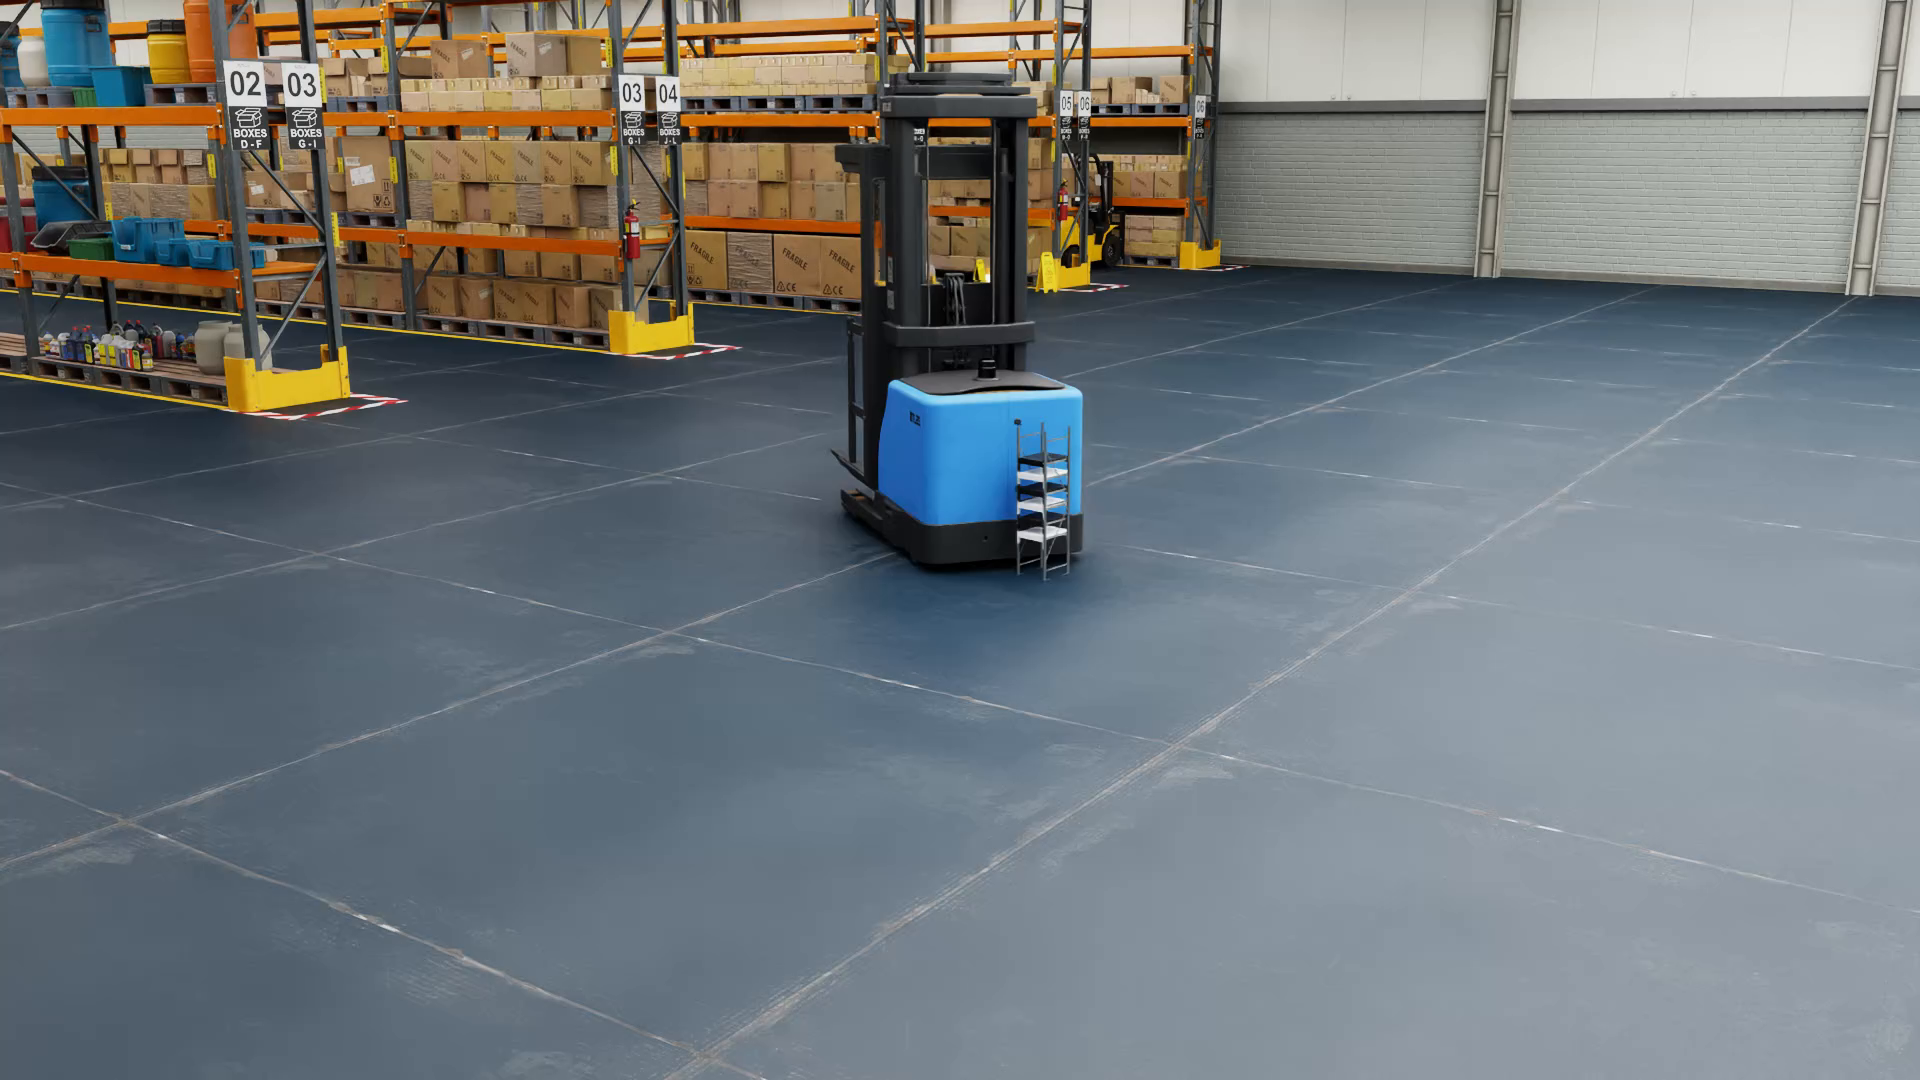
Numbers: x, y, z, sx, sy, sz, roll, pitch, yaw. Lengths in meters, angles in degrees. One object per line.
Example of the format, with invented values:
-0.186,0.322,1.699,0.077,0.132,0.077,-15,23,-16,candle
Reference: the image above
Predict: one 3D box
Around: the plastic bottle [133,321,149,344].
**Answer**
-8.906,-2.205,18.083,0.185,0.351,0.144,8,16,30,plastic bottle

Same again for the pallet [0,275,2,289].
-16.246,-4.483,28.494,1.213,0.211,1.003,9,17,33,pallet

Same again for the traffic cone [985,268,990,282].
0.440,-4.061,26.264,0.334,0.463,0.336,9,17,33,traffic cone

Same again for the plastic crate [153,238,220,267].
-7.559,-2.819,16.276,0.408,0.251,0.499,9,17,33,plastic crate

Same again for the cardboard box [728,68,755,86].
-3.056,-6.818,24.492,0.500,0.250,0.500,9,16,32,cardboard box

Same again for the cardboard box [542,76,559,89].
-4.742,-5.436,19.782,0.250,0.149,0.380,9,17,33,cardboard box

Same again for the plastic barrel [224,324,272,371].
-7.030,-1.864,16.415,0.421,0.512,0.421,0,14,0,plastic barrel

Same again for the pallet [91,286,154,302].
-12.952,-3.950,26.340,1.213,0.211,1.003,9,17,33,pallet

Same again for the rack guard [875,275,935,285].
-0.805,-3.541,24.089,0.348,0.500,1.175,9,17,33,rack guard

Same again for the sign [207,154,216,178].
-10.622,-5.306,23.607,0.005,0.325,0.100,9,17,33,sign

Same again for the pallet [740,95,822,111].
-2.463,-6.432,24.505,1.213,0.211,1.003,9,17,33,pallet

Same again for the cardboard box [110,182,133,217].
-12.559,-5.194,25.356,0.500,0.500,0.500,9,16,32,cardboard box

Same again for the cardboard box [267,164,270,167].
-12.599,-6.779,31.140,0.500,0.500,0.500,9,16,31,cardboard box

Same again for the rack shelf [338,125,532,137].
-9.123,-7.206,28.945,4.000,0.370,1.077,9,17,33,rack shelf

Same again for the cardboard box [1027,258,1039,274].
1.013,-4.686,28.357,0.500,0.250,0.500,9,17,33,cardboard box

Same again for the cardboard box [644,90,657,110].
-3.932,-5.282,19.988,0.500,0.250,0.500,10,17,34,cardboard box

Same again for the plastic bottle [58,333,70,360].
-9.457,-2.055,17.634,0.135,0.276,0.152,10,17,35,plastic bottle

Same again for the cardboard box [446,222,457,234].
-6.350,-4.013,21.313,0.250,0.149,0.380,9,17,33,cardboard box

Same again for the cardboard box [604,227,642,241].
-4.029,-3.658,19.879,0.250,0.149,0.380,9,17,33,cardboard box

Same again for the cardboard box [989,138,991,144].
0.892,-6.531,28.057,0.500,0.500,0.700,9,17,33,cardboard box

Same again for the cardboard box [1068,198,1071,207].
1.687,-5.723,28.224,0.250,0.149,0.380,9,17,33,cardboard box

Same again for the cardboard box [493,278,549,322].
-5.648,-3.105,21.452,0.500,0.500,0.500,8,16,28,cardboard box

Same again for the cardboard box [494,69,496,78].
-7.944,-7.709,27.681,0.258,0.266,0.396,9,17,33,cardboard box

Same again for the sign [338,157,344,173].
-11.079,-6.678,29.757,0.005,0.325,0.100,9,17,33,sign

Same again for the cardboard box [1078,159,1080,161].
2.514,-7.534,32.839,0.250,0.149,0.380,9,17,33,cardboard box

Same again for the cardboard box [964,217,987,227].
0.277,-5.468,28.607,0.250,0.149,0.380,10,17,35,cardboard box

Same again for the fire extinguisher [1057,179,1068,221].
1.692,-5.614,27.419,0.183,0.674,0.296,9,17,33,fire extinguisher

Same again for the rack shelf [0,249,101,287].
-11.420,-3.250,19.209,4.000,0.370,1.077,9,17,33,rack shelf

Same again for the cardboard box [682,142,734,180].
-3.857,-5.835,25.593,0.550,0.550,0.875,9,17,33,cardboard box

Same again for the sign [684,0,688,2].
-5.091,-10.163,30.876,0.005,0.325,0.100,9,17,33,sign

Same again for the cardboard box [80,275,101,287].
-13.092,-4.483,26.236,0.875,0.875,1.225,9,17,33,cardboard box

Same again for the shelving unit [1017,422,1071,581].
0.496,-0.230,9.874,0.210,0.900,0.258,12,19,41,shelving unit

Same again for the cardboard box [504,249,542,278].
-7.008,-4.843,27.953,0.750,0.750,1.050,9,16,32,cardboard box

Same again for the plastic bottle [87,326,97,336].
-9.242,-2.097,17.649,0.185,0.351,0.144,9,17,33,plastic bottle

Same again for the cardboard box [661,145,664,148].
-5.790,-7.450,32.386,0.500,0.500,0.500,10,17,34,cardboard box

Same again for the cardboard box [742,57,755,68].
-2.975,-6.981,24.320,0.250,0.149,0.380,9,17,33,cardboard box

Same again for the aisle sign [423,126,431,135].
-11.644,-9.118,36.004,0.004,0.787,0.394,9,17,33,aisle sign

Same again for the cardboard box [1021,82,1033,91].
1.216,-7.508,27.533,0.250,0.149,0.380,10,17,34,cardboard box

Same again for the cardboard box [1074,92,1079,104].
2.364,-8.669,32.555,0.258,0.266,0.396,9,16,31,cardboard box

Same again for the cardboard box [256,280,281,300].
-9.748,-3.770,24.096,0.500,0.500,0.700,8,16,30,cardboard box

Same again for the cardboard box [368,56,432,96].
-7.331,-6.112,21.939,0.637,0.503,0.797,8,16,30,cardboard box

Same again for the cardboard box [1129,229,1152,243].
3.632,-5.933,32.355,0.500,0.250,0.500,9,17,32,cardboard box

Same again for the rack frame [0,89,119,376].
-9.760,-3.331,18.039,0.127,3.000,1.000,9,17,33,rack frame

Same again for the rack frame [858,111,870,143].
-1.465,-6.295,30.010,0.127,3.000,1.000,9,17,33,rack frame

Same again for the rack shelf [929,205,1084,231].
0.194,-5.678,29.013,4.000,0.370,1.077,9,17,33,rack shelf

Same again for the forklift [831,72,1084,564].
-0.188,-1.586,11.129,1.130,2.935,3.031,-5,15,-18,forklift

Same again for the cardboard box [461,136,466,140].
-10.398,-8.515,35.340,0.250,0.149,0.380,9,17,33,cardboard box

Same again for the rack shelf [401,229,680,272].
-5.337,-3.702,21.031,4.000,0.370,1.077,9,17,33,rack shelf

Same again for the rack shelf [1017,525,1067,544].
0.497,-0.023,9.926,0.200,0.077,0.258,12,19,41,rack shelf

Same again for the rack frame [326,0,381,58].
-10.782,-9.279,29.582,0.127,3.000,1.000,9,17,33,rack frame

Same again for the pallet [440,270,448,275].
-9.119,-4.746,29.557,1.213,0.211,1.003,9,17,33,pallet

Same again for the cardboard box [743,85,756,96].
-2.974,-6.594,24.416,0.250,0.149,0.380,9,17,33,cardboard box

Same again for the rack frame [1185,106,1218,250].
4.621,-6.749,31.843,0.127,3.000,1.000,9,17,33,rack frame

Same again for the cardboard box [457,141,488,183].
-5.934,-4.752,20.871,0.500,0.500,0.500,9,17,33,cardboard box
